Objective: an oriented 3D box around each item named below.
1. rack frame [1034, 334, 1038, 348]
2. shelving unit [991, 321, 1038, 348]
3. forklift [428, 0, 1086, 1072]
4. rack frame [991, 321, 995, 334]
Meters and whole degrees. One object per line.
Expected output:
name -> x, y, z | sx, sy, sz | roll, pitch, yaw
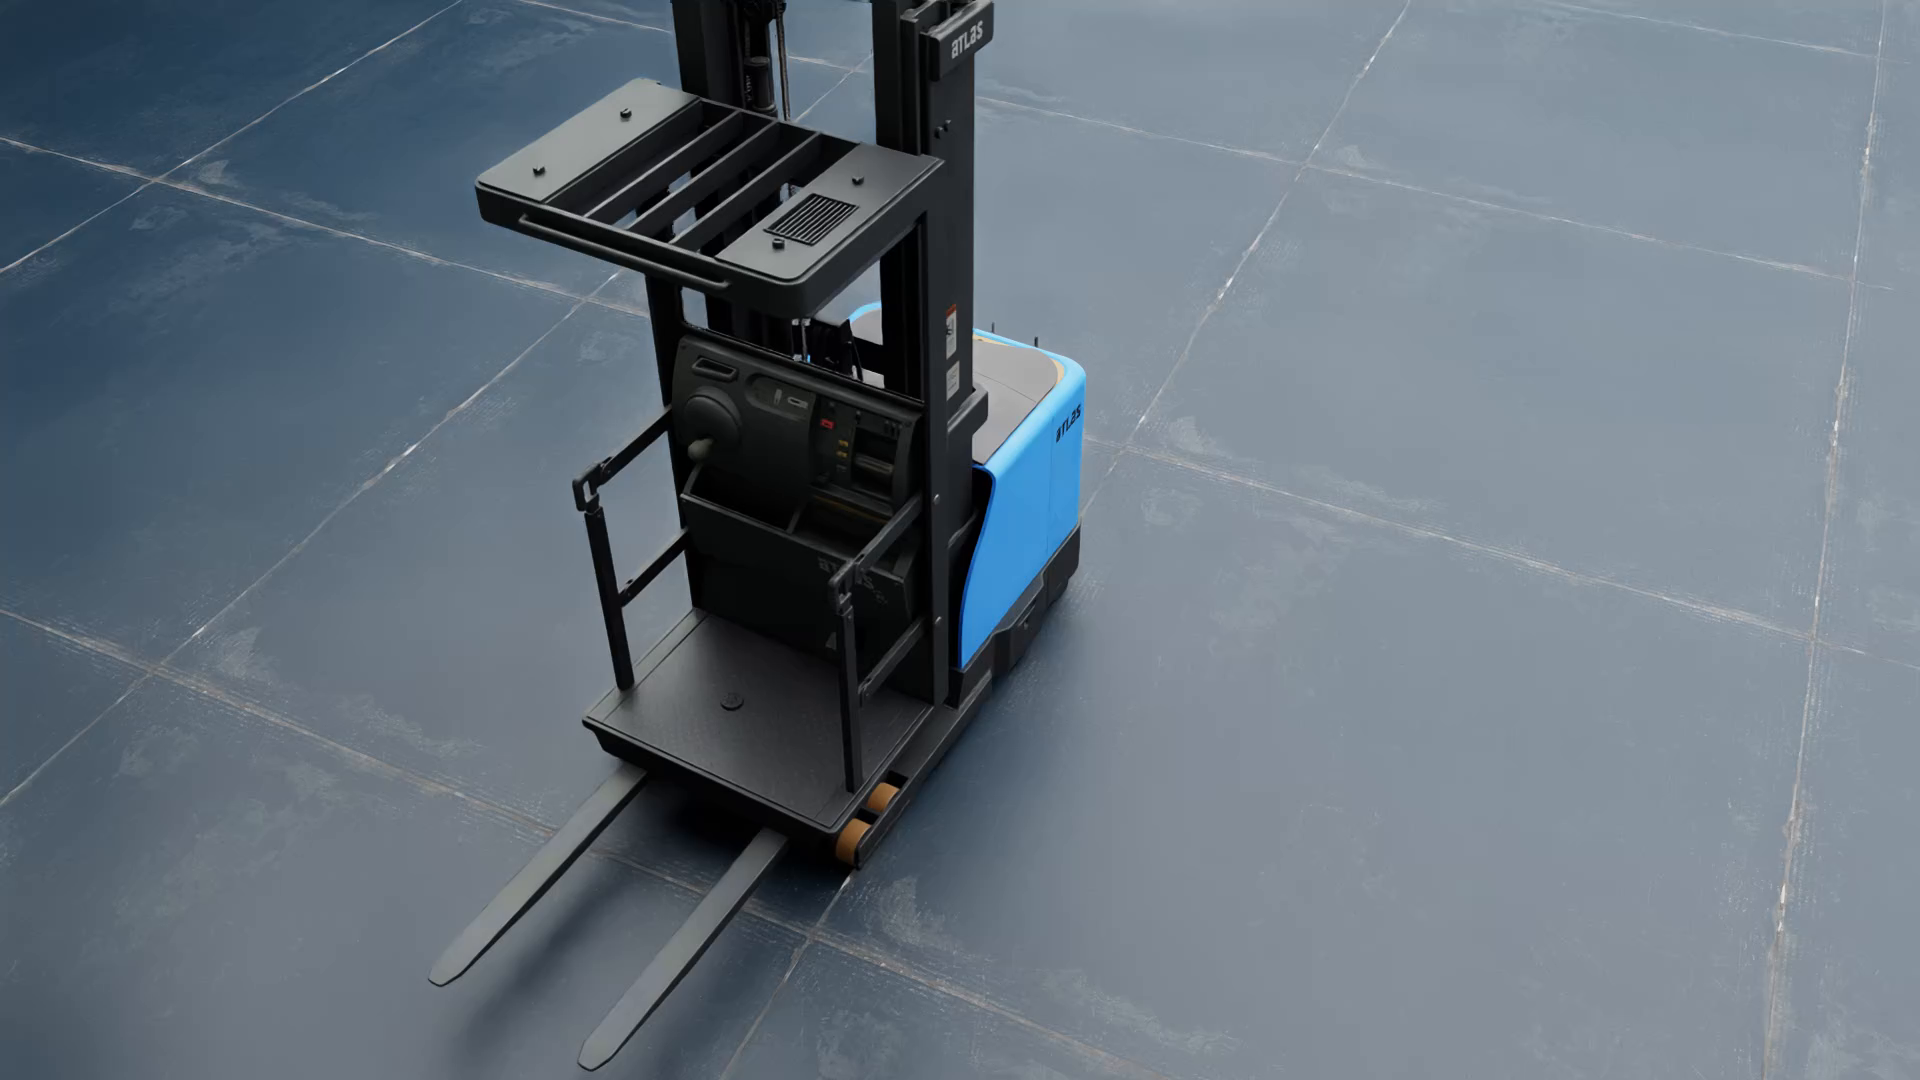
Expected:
rack frame -> 0.261, -0.438, 7.068 | 0.006, 0.900, 0.240 | 20, 45, 22
shelving unit -> 0.172, -0.471, 7.105 | 0.210, 0.900, 0.258 | 20, 45, 22
forklift -> -0.662, -0.295, 5.353 | 1.130, 2.935, 3.031 | 20, 45, 22
rack frame -> 0.084, -0.504, 7.143 | 0.006, 0.900, 0.240 | 20, 45, 22
